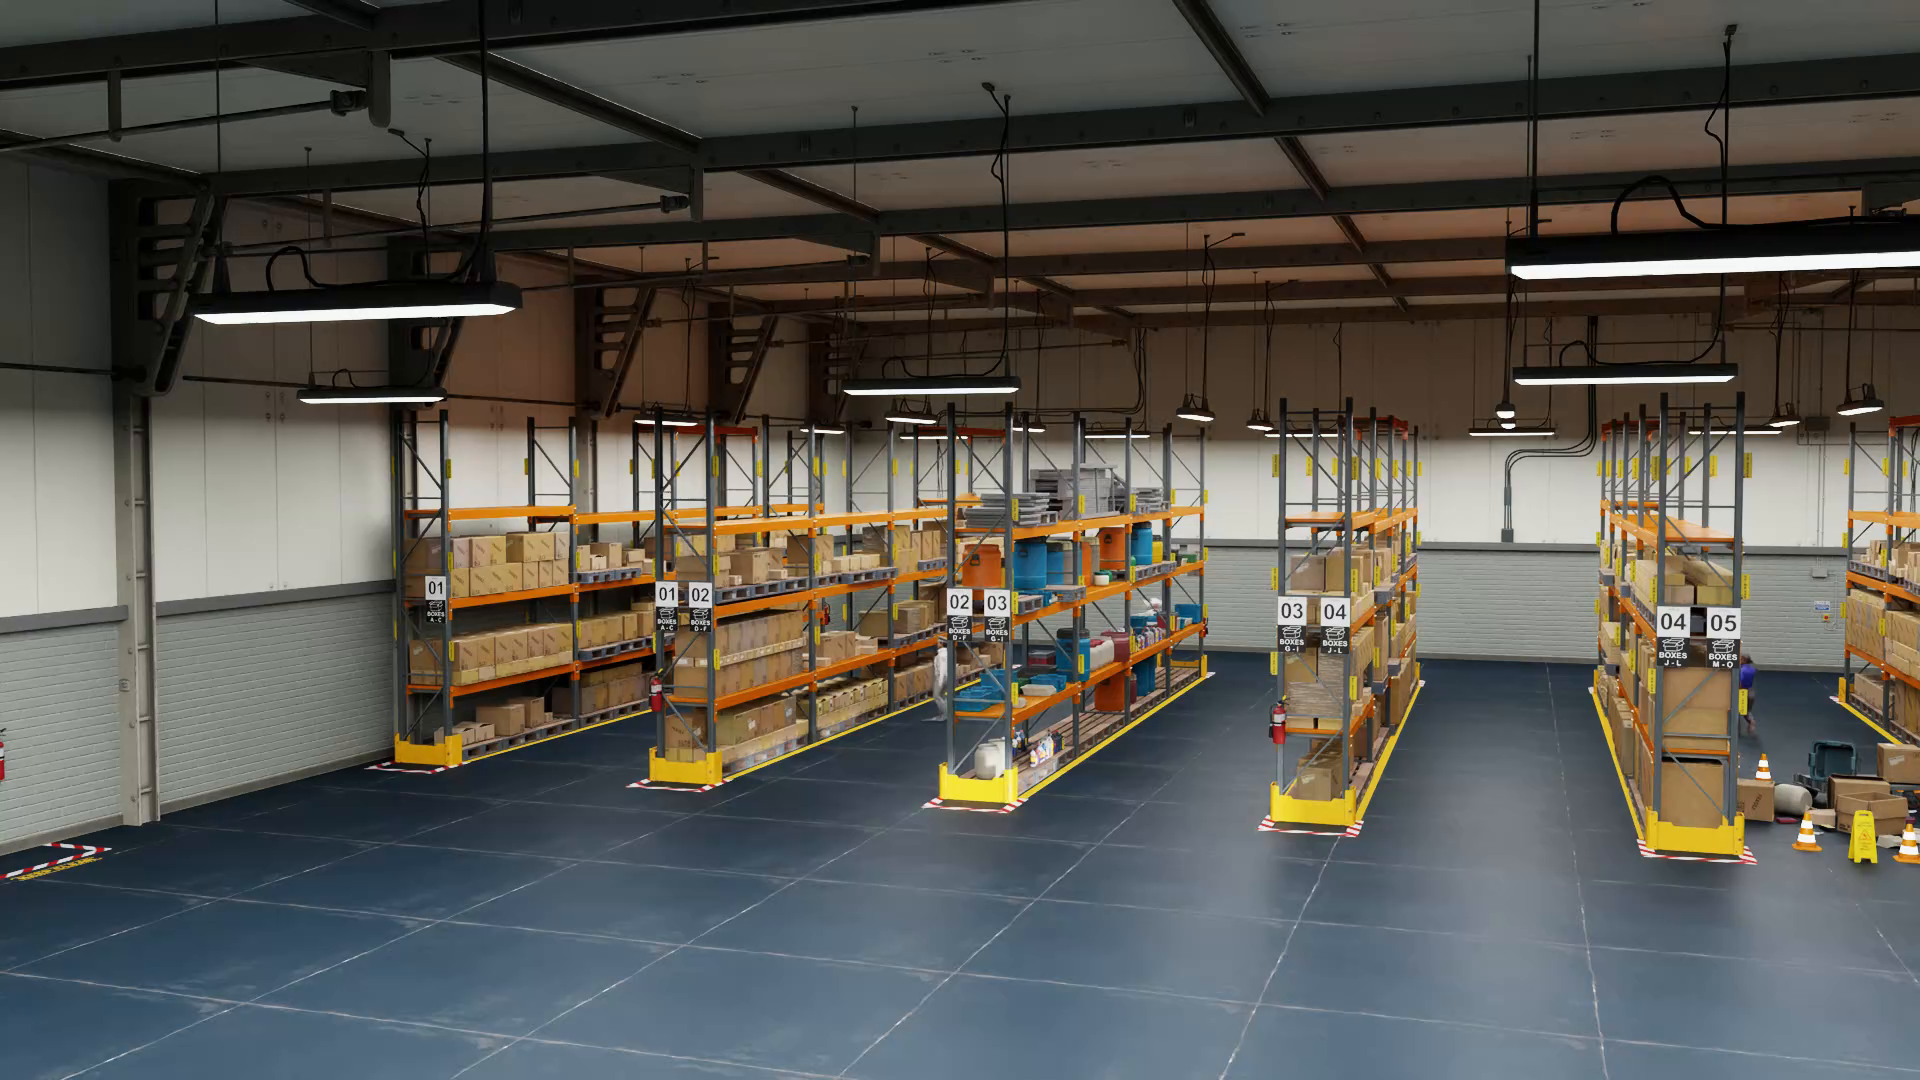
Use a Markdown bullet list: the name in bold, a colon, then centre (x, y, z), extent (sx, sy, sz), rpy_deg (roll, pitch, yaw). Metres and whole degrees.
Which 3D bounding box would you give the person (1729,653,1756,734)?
- **person**: centre (14.709, 2.901, 31.312), extent (0.482, 1.532, 0.742), rpy_deg (0, 2, -8)

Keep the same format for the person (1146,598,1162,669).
- **person**: centre (4.893, 2.339, 41.453), extent (0.578, 1.786, 0.376), rpy_deg (-1, 3, -16)

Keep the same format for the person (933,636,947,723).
- **person**: centre (-0.371, 2.746, 32.981), extent (0.350, 1.702, 0.519), rpy_deg (0, 2, 5)
